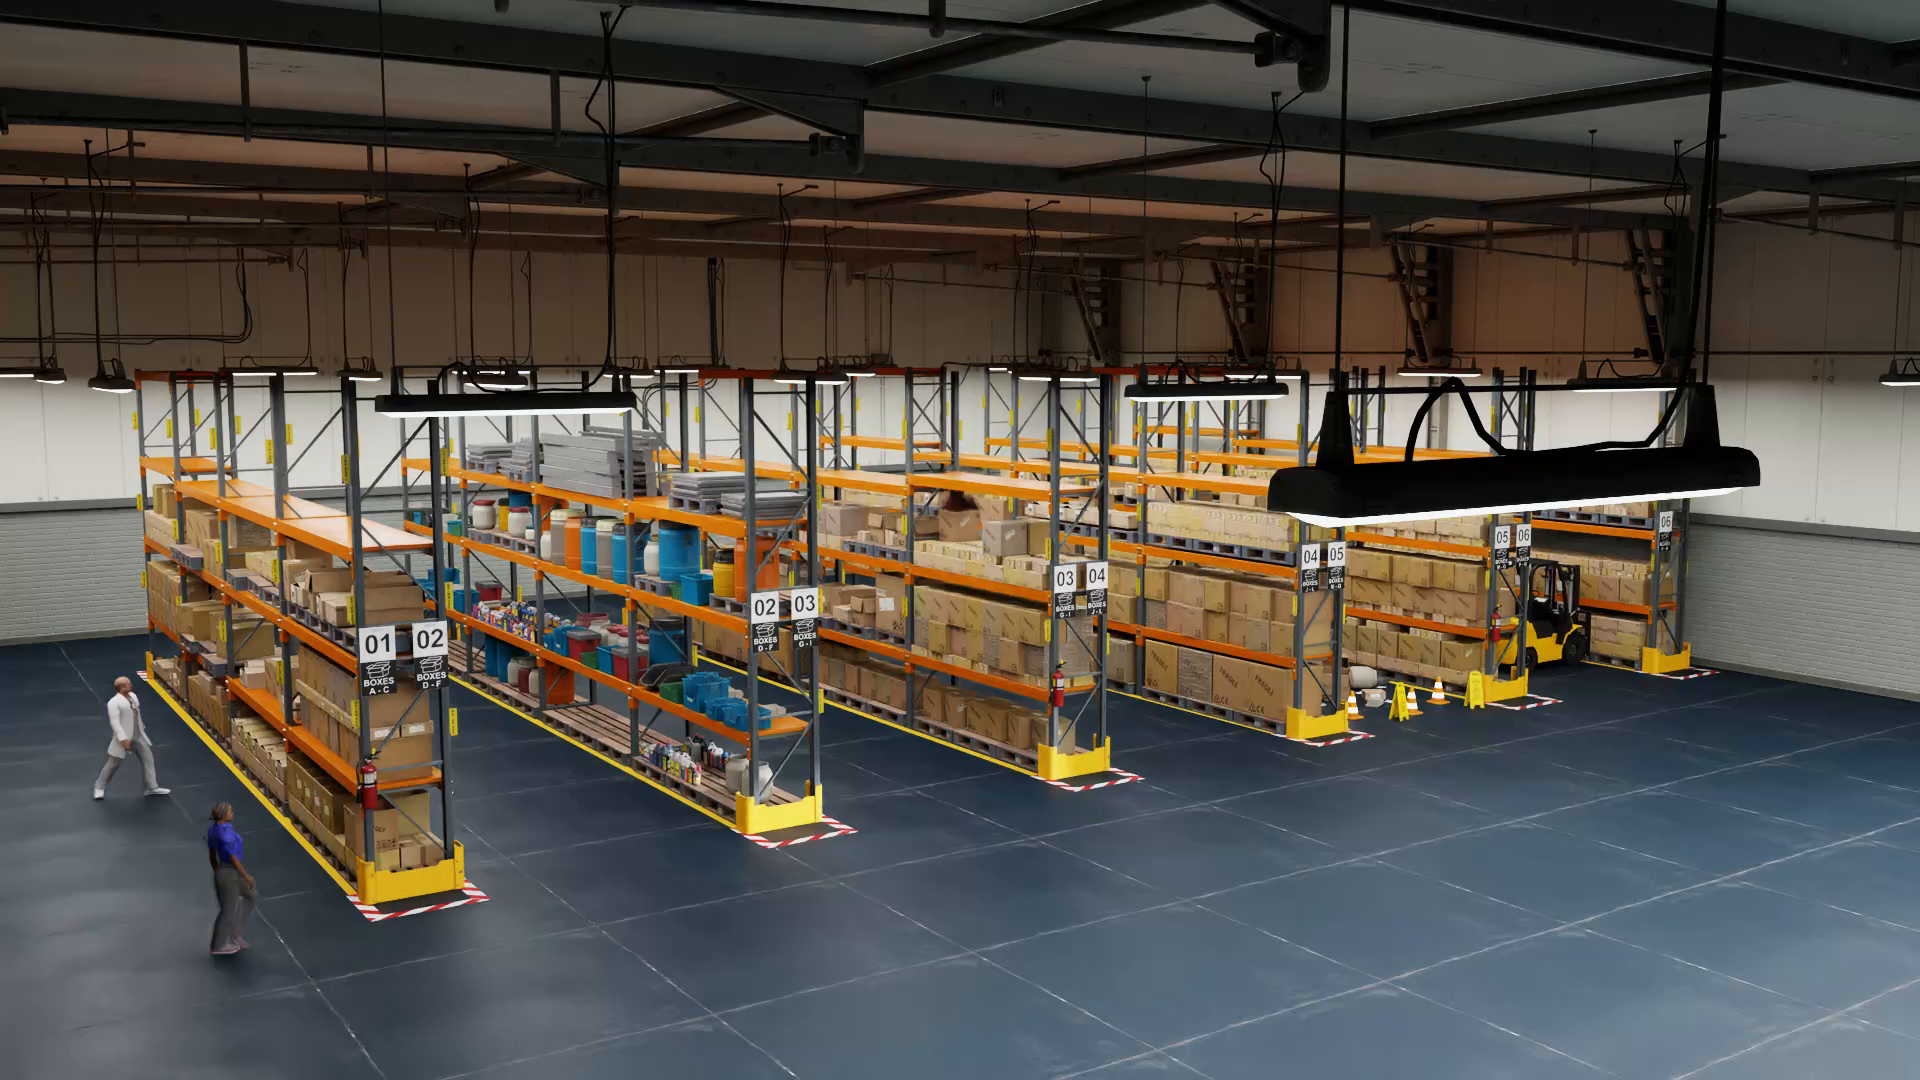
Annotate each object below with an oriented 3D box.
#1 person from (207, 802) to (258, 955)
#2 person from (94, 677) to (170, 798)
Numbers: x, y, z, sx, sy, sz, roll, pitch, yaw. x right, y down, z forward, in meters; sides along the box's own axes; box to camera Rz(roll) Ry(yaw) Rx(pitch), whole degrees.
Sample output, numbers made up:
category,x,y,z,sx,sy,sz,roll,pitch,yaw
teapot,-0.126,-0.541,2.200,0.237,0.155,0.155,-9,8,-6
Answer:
category,x,y,z,sx,sy,sz,roll,pitch,yaw
person,-7.637,3.555,17.452,0.495,1.661,0.463,-3,7,-24
person,-11.863,2.808,23.685,0.981,1.725,0.721,2,7,18
